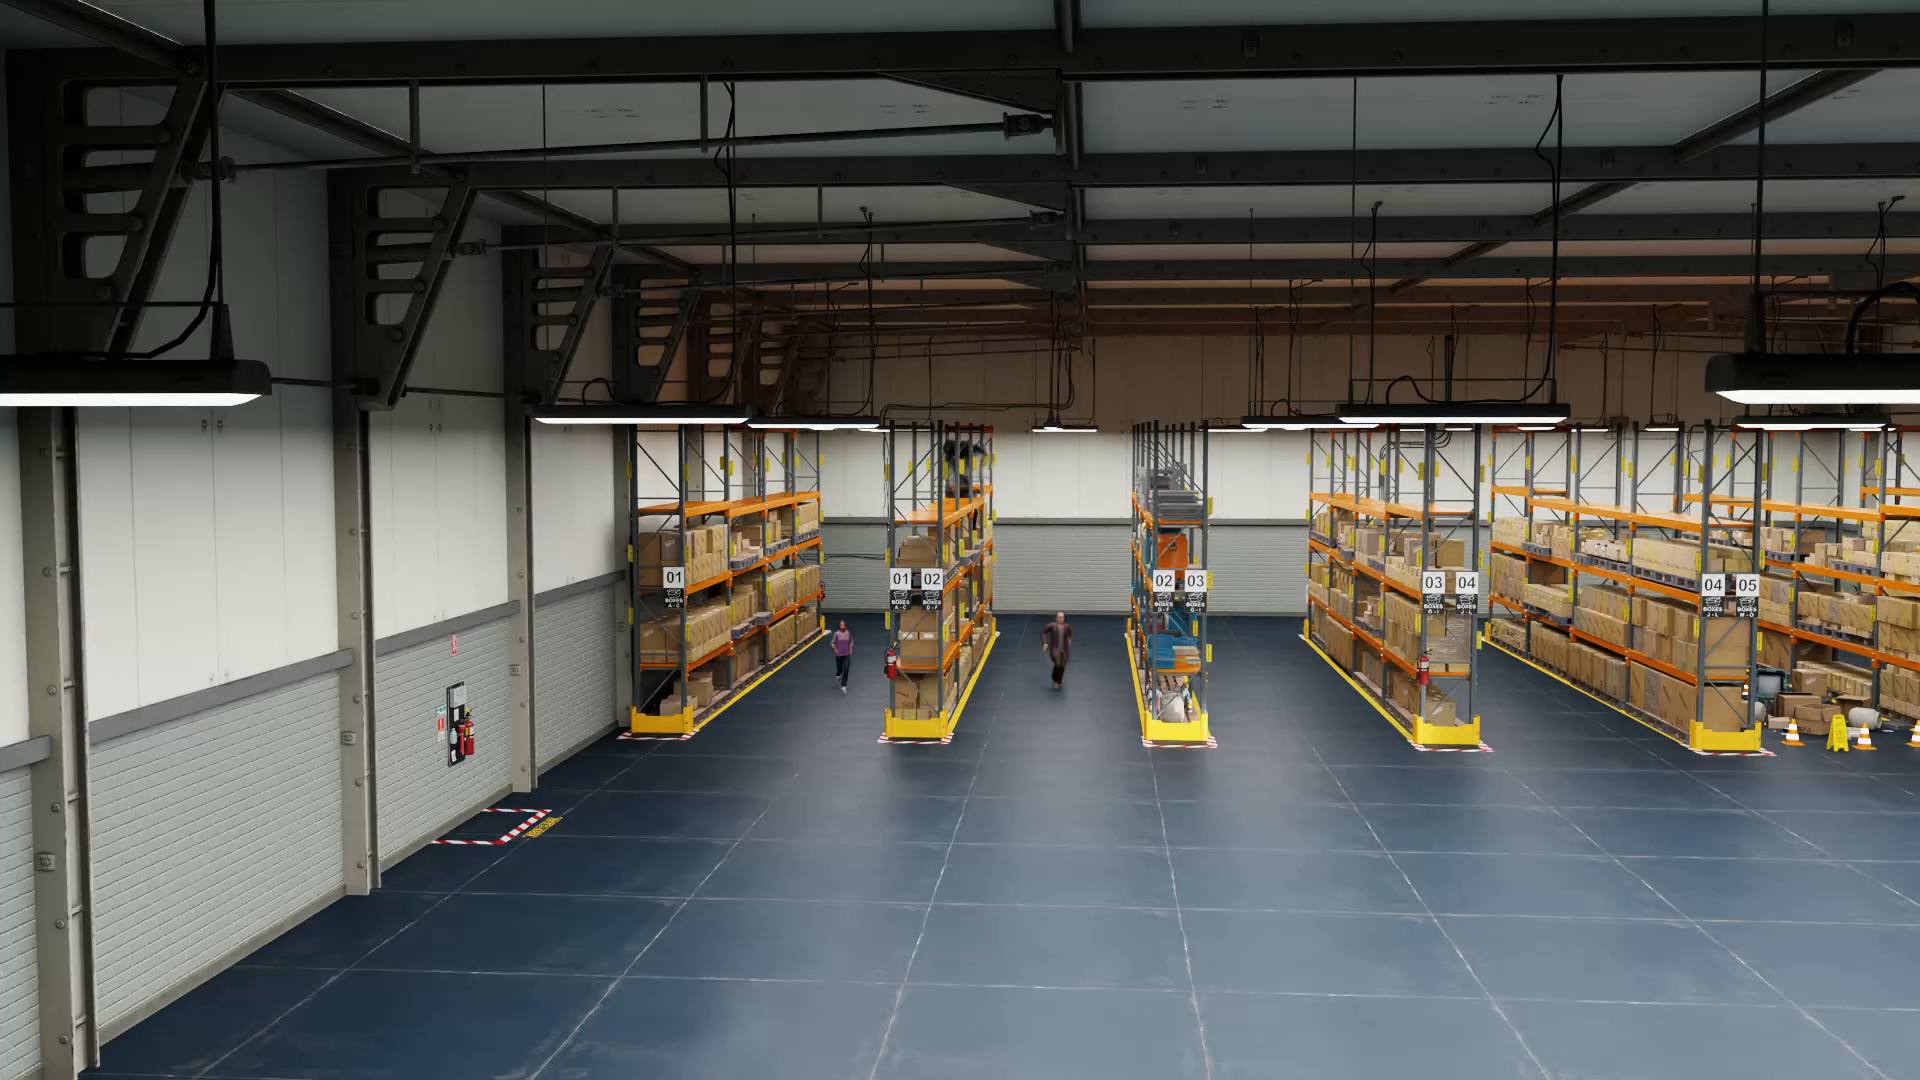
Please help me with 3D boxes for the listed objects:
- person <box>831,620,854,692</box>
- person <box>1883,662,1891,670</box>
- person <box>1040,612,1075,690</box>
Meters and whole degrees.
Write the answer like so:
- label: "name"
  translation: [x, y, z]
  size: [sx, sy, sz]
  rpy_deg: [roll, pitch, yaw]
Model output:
- label: "person"
  translation: [-2.632, 2.590, 37.296]
  size: [0.537, 1.584, 0.731]
  rpy_deg: [-1, 4, -13]
- label: "person"
  translation: [20.835, 2.546, 37.003]
  size: [0.720, 1.736, 0.807]
  rpy_deg: [0, 4, 0]
- label: "person"
  translation: [2.217, 2.490, 37.215]
  size: [0.720, 1.752, 0.860]
  rpy_deg: [-1, 4, -13]
